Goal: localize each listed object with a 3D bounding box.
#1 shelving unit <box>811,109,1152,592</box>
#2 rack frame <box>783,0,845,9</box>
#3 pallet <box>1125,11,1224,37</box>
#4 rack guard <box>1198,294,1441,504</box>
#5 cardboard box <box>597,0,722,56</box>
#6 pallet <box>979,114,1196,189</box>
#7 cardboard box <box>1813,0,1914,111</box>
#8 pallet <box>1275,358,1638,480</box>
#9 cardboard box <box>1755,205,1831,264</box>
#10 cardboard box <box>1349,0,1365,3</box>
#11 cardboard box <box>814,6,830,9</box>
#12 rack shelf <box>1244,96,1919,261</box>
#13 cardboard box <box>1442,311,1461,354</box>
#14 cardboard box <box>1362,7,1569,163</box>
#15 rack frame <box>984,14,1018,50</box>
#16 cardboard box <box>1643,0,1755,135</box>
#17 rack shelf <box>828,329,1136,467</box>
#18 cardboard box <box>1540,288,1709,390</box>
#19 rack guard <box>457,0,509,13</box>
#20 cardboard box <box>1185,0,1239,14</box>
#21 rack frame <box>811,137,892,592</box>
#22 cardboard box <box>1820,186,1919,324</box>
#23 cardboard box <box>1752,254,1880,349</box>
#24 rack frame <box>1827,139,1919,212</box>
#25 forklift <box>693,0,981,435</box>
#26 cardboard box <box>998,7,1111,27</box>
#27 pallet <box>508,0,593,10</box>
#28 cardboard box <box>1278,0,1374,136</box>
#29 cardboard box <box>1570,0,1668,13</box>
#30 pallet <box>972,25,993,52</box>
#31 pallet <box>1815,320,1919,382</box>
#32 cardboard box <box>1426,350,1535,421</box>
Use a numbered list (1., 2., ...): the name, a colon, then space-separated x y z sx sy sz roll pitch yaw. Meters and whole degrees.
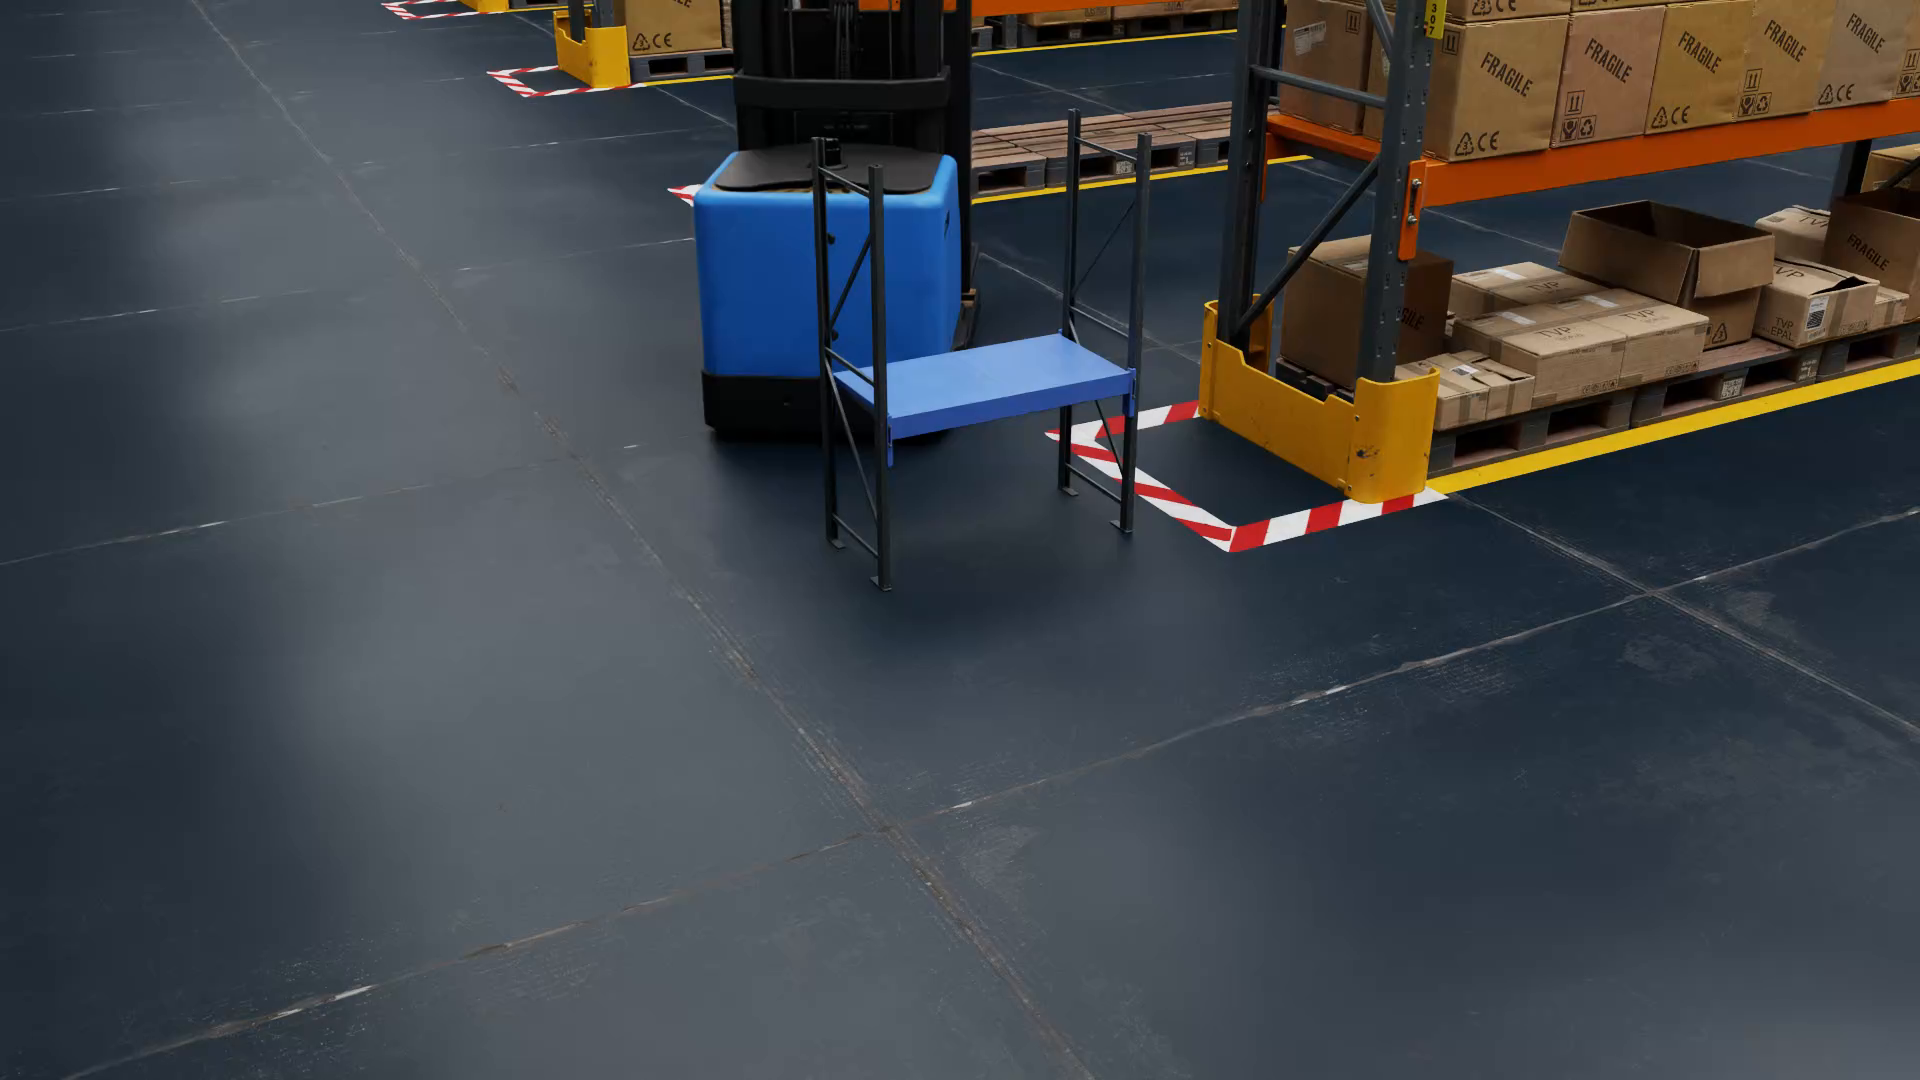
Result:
1. shelving unit: 0.075 -0.693 5.962 1.048 1.500 0.538 -13 29 -25
2. rack frame: -0.929 -3.619 10.322 0.127 3.000 1.000 -13 29 -25
3. pallet: 1.993 -5.504 17.470 1.213 0.211 1.003 -13 29 -25
4. rack guard: 1.466 -0.615 6.953 0.348 0.500 1.175 -13 29 -25
5. cardboard box: -2.732 -4.903 14.965 0.875 0.875 0.875 -13 29 -25
6. pallet: 0.892 -2.762 11.758 1.213 0.211 1.003 -13 29 -25
7. cardboard box: 3.702 -2.175 7.199 0.500 0.500 0.500 -12 28 -24
8. pallet: 2.169 -0.647 7.355 1.213 0.211 1.003 -13 29 -25
9. cardboard box: 4.456 -1.524 8.557 0.500 0.311 0.500 -13 29 -25
10. cardboard box: 1.662 -2.418 6.549 0.500 0.500 0.500 -13 29 -26
11. cardboard box: -1.144 -5.269 15.729 0.875 0.875 0.875 -13 29 -25
12. rack shelf: 3.164 -1.809 7.384 4.000 0.370 1.077 -13 29 -25
13. cardboard box: 2.162 -0.900 7.425 0.250 0.166 0.380 -13 29 -25
14. cardboard box: 1.915 -1.761 6.337 0.500 0.500 0.500 -12 28 -24
15. rack frame: 0.270 -6.325 15.958 0.127 3.000 1.000 -13 29 -25
16. cardboard box: 2.811 -1.969 6.770 0.500 0.500 0.500 -13 29 -25
17. rack shelf: 0.075 -0.531 6.039 1.000 0.185 0.538 -13 29 -25
18. cardboard box: 2.895 -0.891 7.309 0.500 0.250 0.500 -13 29 -25
19. rack guard: -5.437 -6.314 18.823 0.348 0.500 1.175 -13 29 -25
20. cardboard box: 2.391 -6.060 17.376 0.875 0.875 1.225 -13 29 -25
21. rack frame: -0.373 -0.590 5.746 0.032 1.500 0.500 -13 29 -25
22. cardboard box: 4.559 -1.388 8.055 0.500 0.500 0.500 -13 29 -25
23. cardboard box: 3.897 -1.150 7.778 0.500 0.311 0.500 -13 29 -25
24. rack frame: 4.928 -2.541 8.077 0.127 3.000 1.000 -13 29 -25
25. forklift: -0.472 -2.366 7.792 1.130 2.935 3.031 2 26 4
26. cardboard box: 0.825 -5.695 16.615 0.875 0.875 1.225 -13 29 -25
27. pallet: -4.704 -6.336 19.202 1.213 0.211 1.003 -13 29 -25
28. cardboard box: 1.666 -1.967 6.765 0.500 0.500 0.500 -12 28 -24
29. cardboard box: 2.372 -2.321 6.348 0.500 0.500 0.500 -13 28 -25
30. pallet: -0.438 -4.943 16.301 1.213 0.211 1.003 -13 29 -25
31. pallet: 4.322 -1.144 8.390 1.213 0.211 1.003 -13 29 -25
32. cardboard box: 2.151 -0.652 6.908 0.250 0.166 0.380 -13 29 -25
